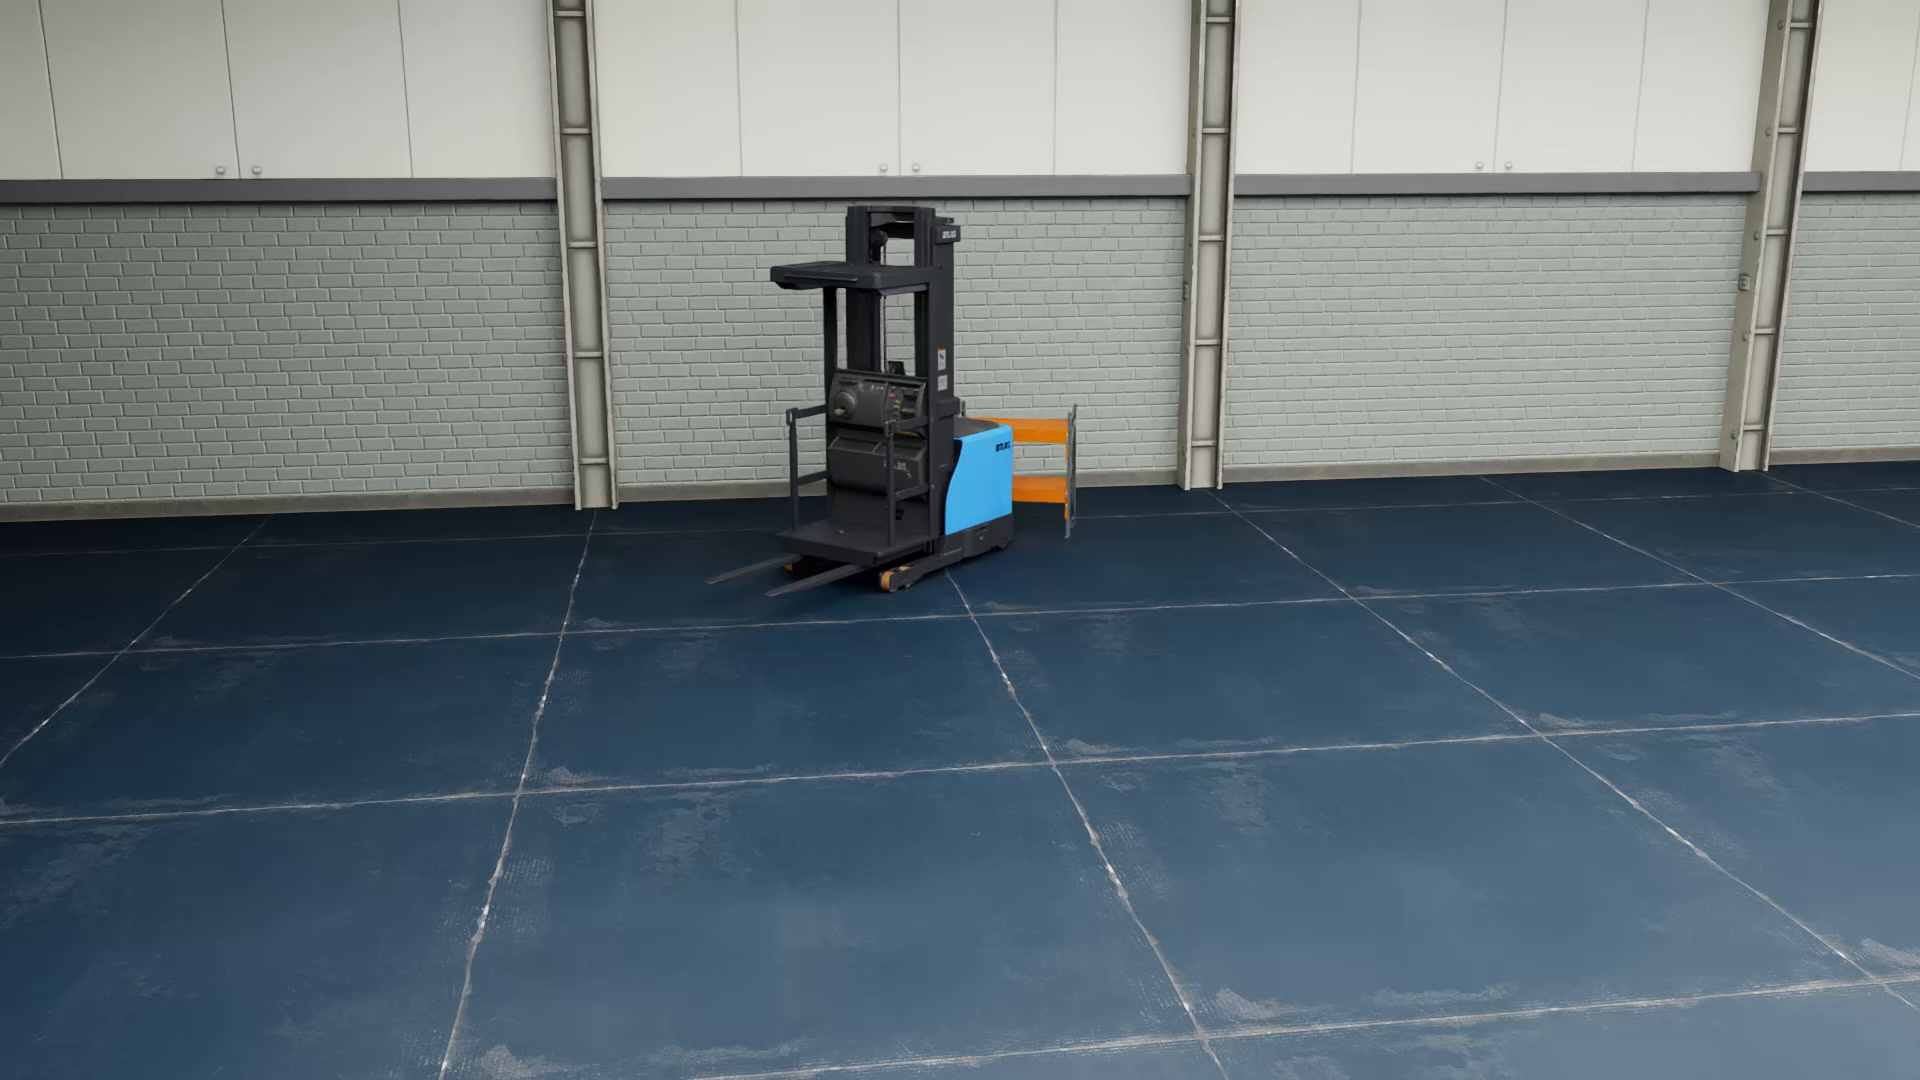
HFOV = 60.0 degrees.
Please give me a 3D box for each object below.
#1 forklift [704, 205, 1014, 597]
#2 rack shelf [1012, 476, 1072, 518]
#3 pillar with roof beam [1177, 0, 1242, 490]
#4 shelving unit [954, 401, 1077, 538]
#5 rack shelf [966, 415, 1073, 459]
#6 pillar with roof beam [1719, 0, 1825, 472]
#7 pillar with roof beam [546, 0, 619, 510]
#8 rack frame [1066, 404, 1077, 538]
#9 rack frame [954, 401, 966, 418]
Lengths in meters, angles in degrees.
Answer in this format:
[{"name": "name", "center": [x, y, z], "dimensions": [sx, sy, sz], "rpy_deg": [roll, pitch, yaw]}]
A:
[{"name": "forklift", "center": [-0.791, -1.141, 13.248], "dimensions": [1.130, 2.935, 3.031], "rpy_deg": [10, 17, 34]}, {"name": "rack shelf", "center": [0.497, -0.407, 15.039], "dimensions": [1.000, 0.278, 0.538], "rpy_deg": [2, 14, 9]}, {"name": "pillar with roof beam", "center": [3.074, -3.878, 11.687], "dimensions": [0.400, 9.000, 9.100], "rpy_deg": [-2, 14, -8]}, {"name": "shelving unit", "center": [0.497, -0.645, 14.980], "dimensions": [1.048, 1.125, 0.538], "rpy_deg": [2, 14, 9]}, {"name": "rack shelf", "center": [0.497, -0.928, 14.908], "dimensions": [1.000, 0.278, 0.538], "rpy_deg": [2, 14, 9]}, {"name": "pillar with roof beam", "center": [9.007, -4.096, 12.554], "dimensions": [0.400, 9.000, 9.100], "rpy_deg": [-2, 14, -8]}, {"name": "pillar with roof beam", "center": [-2.859, -3.661, 10.820], "dimensions": [0.400, 9.000, 9.100], "rpy_deg": [-2, 14, -8]}, {"name": "rack frame", "center": [0.999, -0.625, 14.900], "dimensions": [0.032, 1.125, 0.500], "rpy_deg": [2, 14, 9]}, {"name": "rack frame", "center": [-0.004, -0.665, 15.060], "dimensions": [0.032, 1.125, 0.500], "rpy_deg": [2, 14, 9]}]
